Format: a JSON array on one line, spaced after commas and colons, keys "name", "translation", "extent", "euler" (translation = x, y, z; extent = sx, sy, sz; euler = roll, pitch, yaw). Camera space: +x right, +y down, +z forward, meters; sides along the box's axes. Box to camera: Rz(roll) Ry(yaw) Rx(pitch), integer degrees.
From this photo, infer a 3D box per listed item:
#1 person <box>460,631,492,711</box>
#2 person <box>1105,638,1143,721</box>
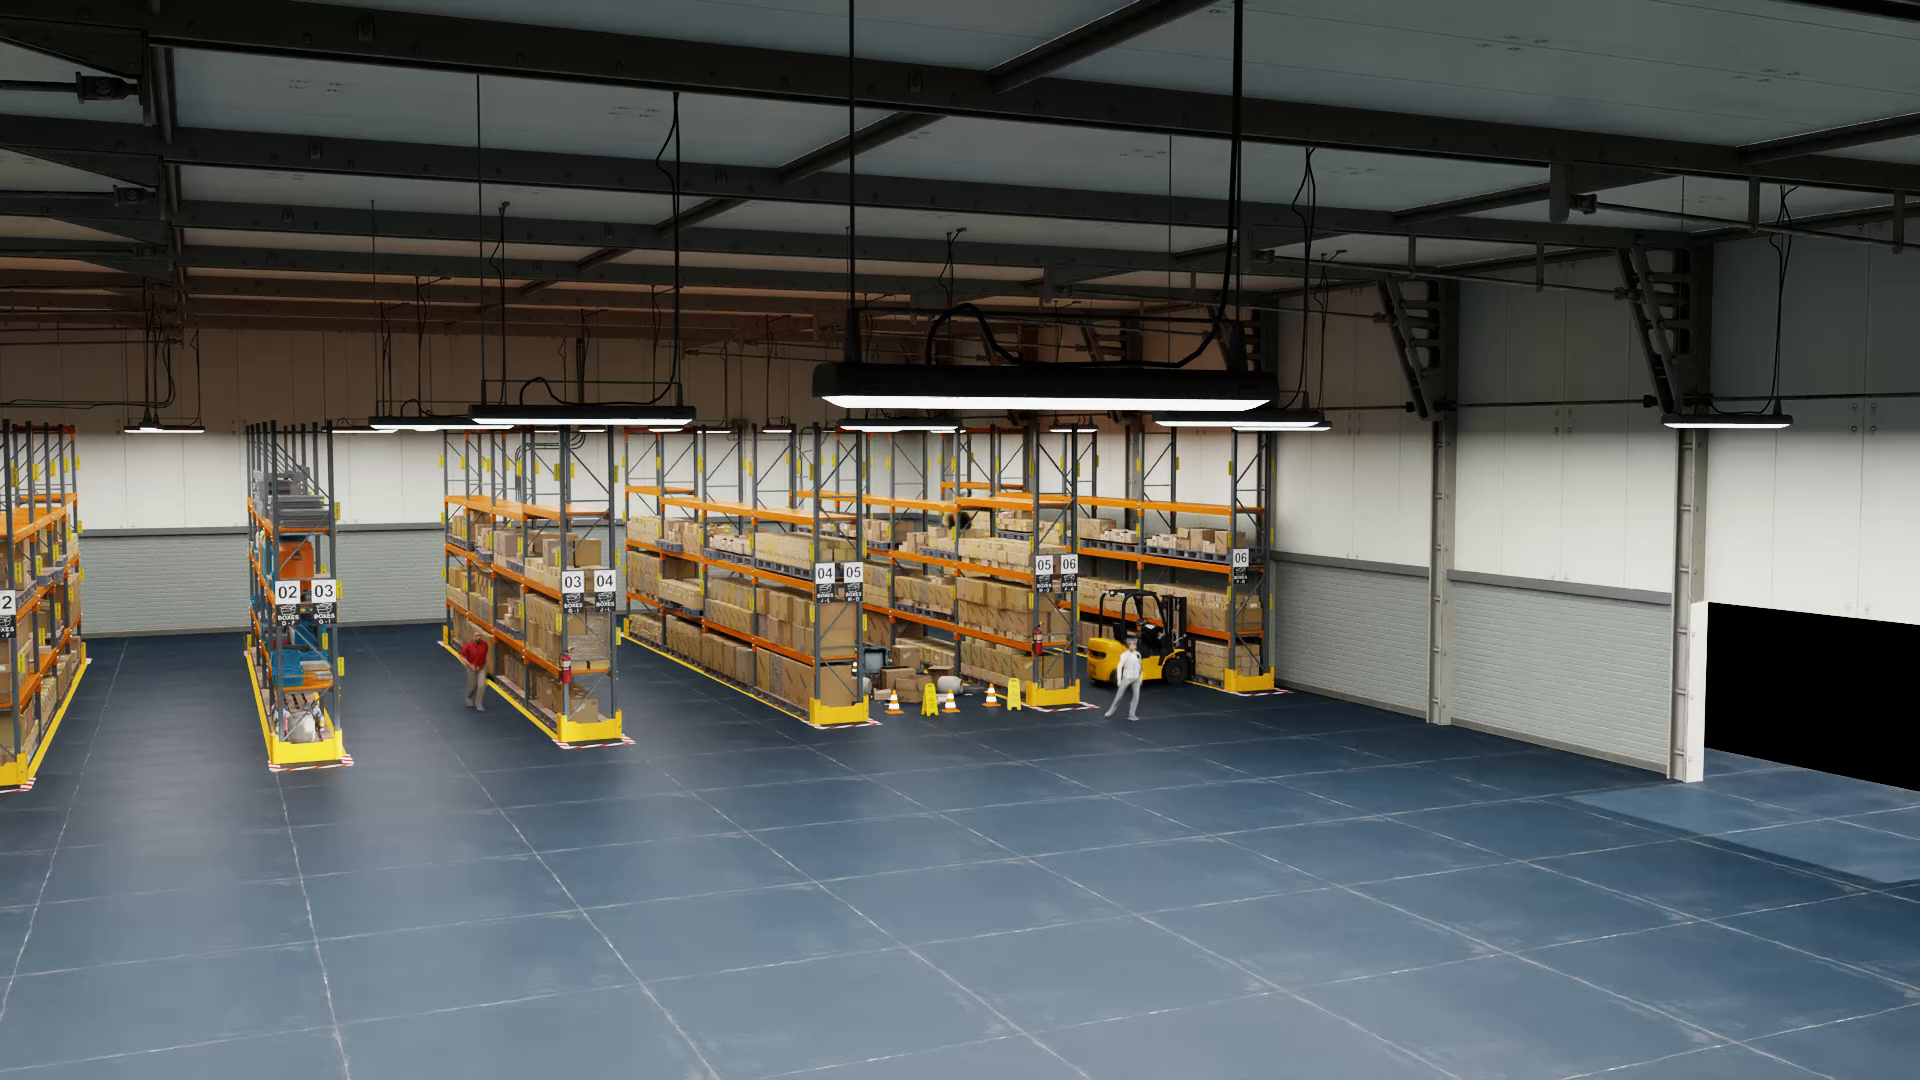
[{"name": "person", "translation": [-10.158, 2.719, 34.789], "extent": [0.661, 1.680, 0.811], "euler": [-2, 4, -32]}, {"name": "person", "translation": [3.330, 2.797, 33.555], "extent": [0.697, 1.669, 0.590], "euler": [-1, 4, -20]}]
